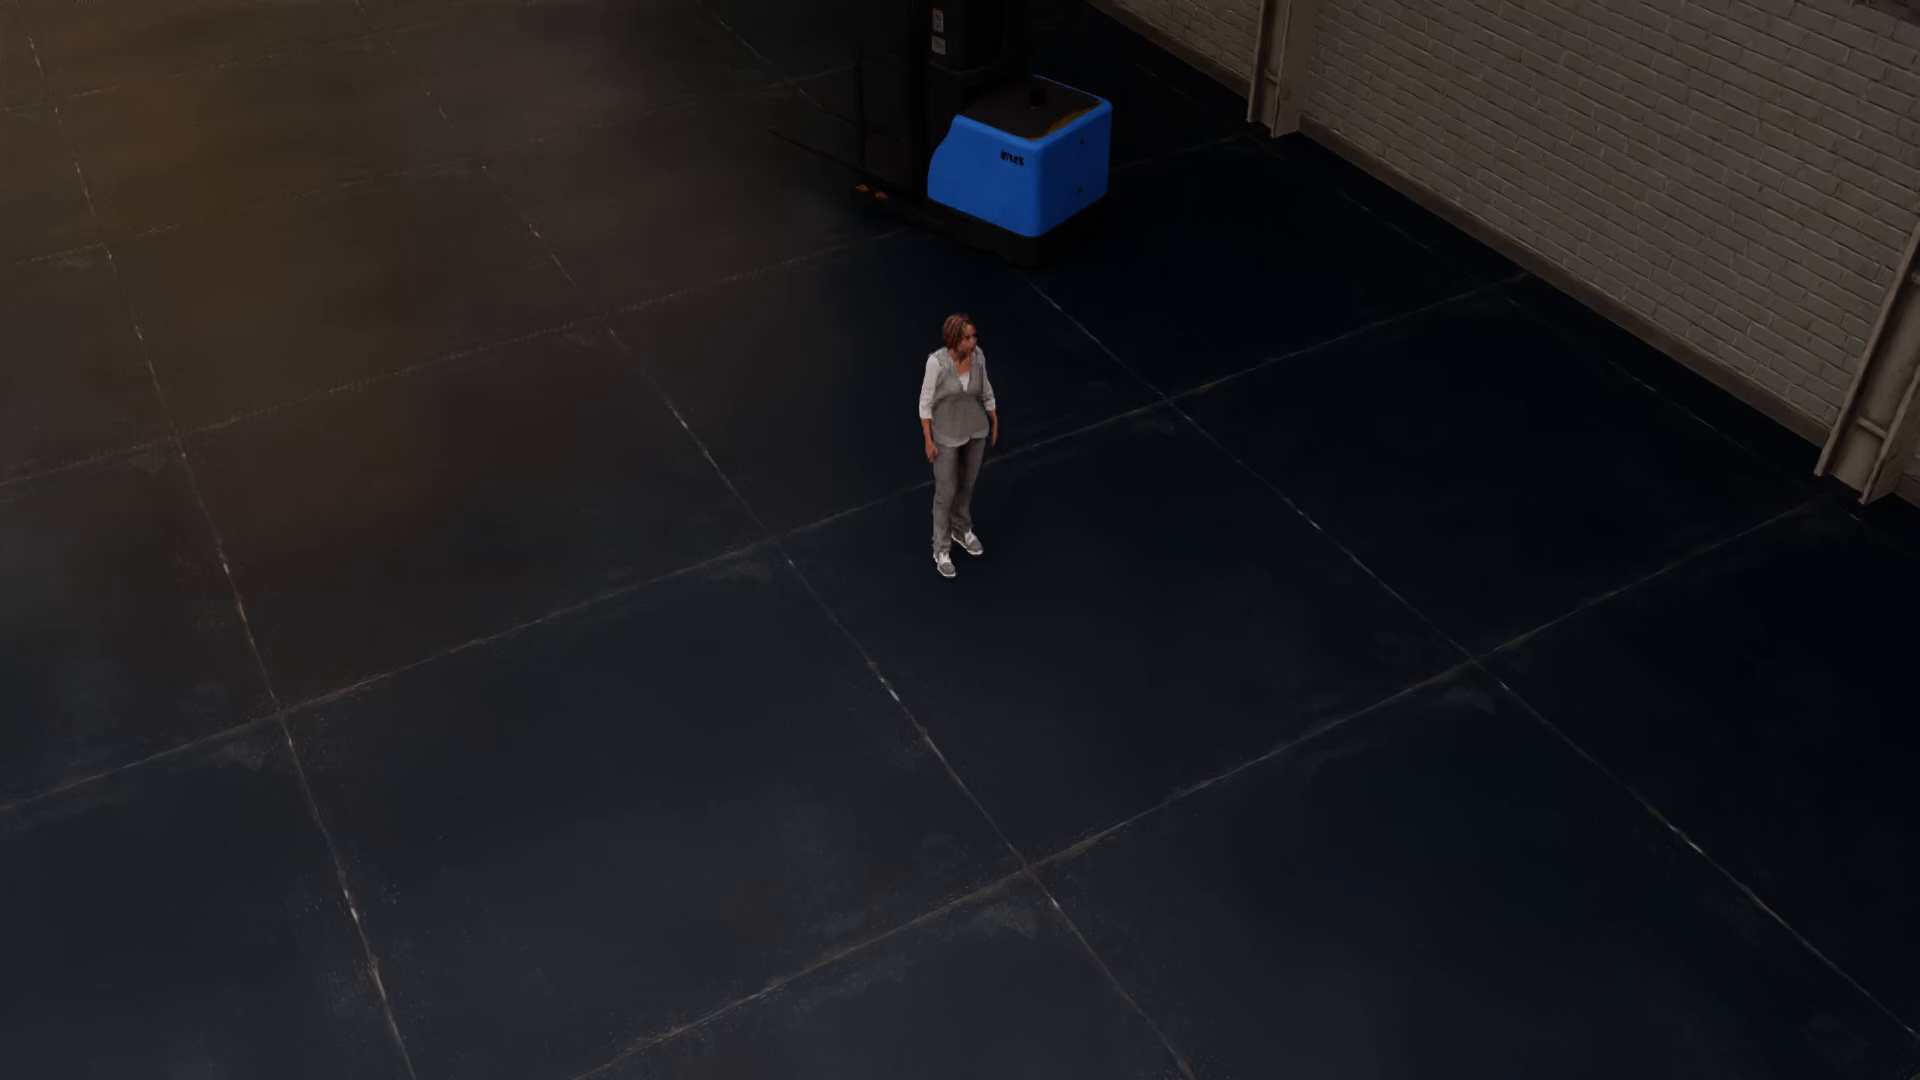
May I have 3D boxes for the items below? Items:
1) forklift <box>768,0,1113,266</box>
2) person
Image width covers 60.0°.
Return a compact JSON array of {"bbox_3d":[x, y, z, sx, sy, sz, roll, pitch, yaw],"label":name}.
[{"bbox_3d":[-0.272,-4.025,12.888,3.031,2.935,1.130,28,47,30],"label":"forklift"},{"bbox_3d":[0.025,-0.575,9.763,0.521,1.597,0.474,-20,44,-23],"label":"person"}]
